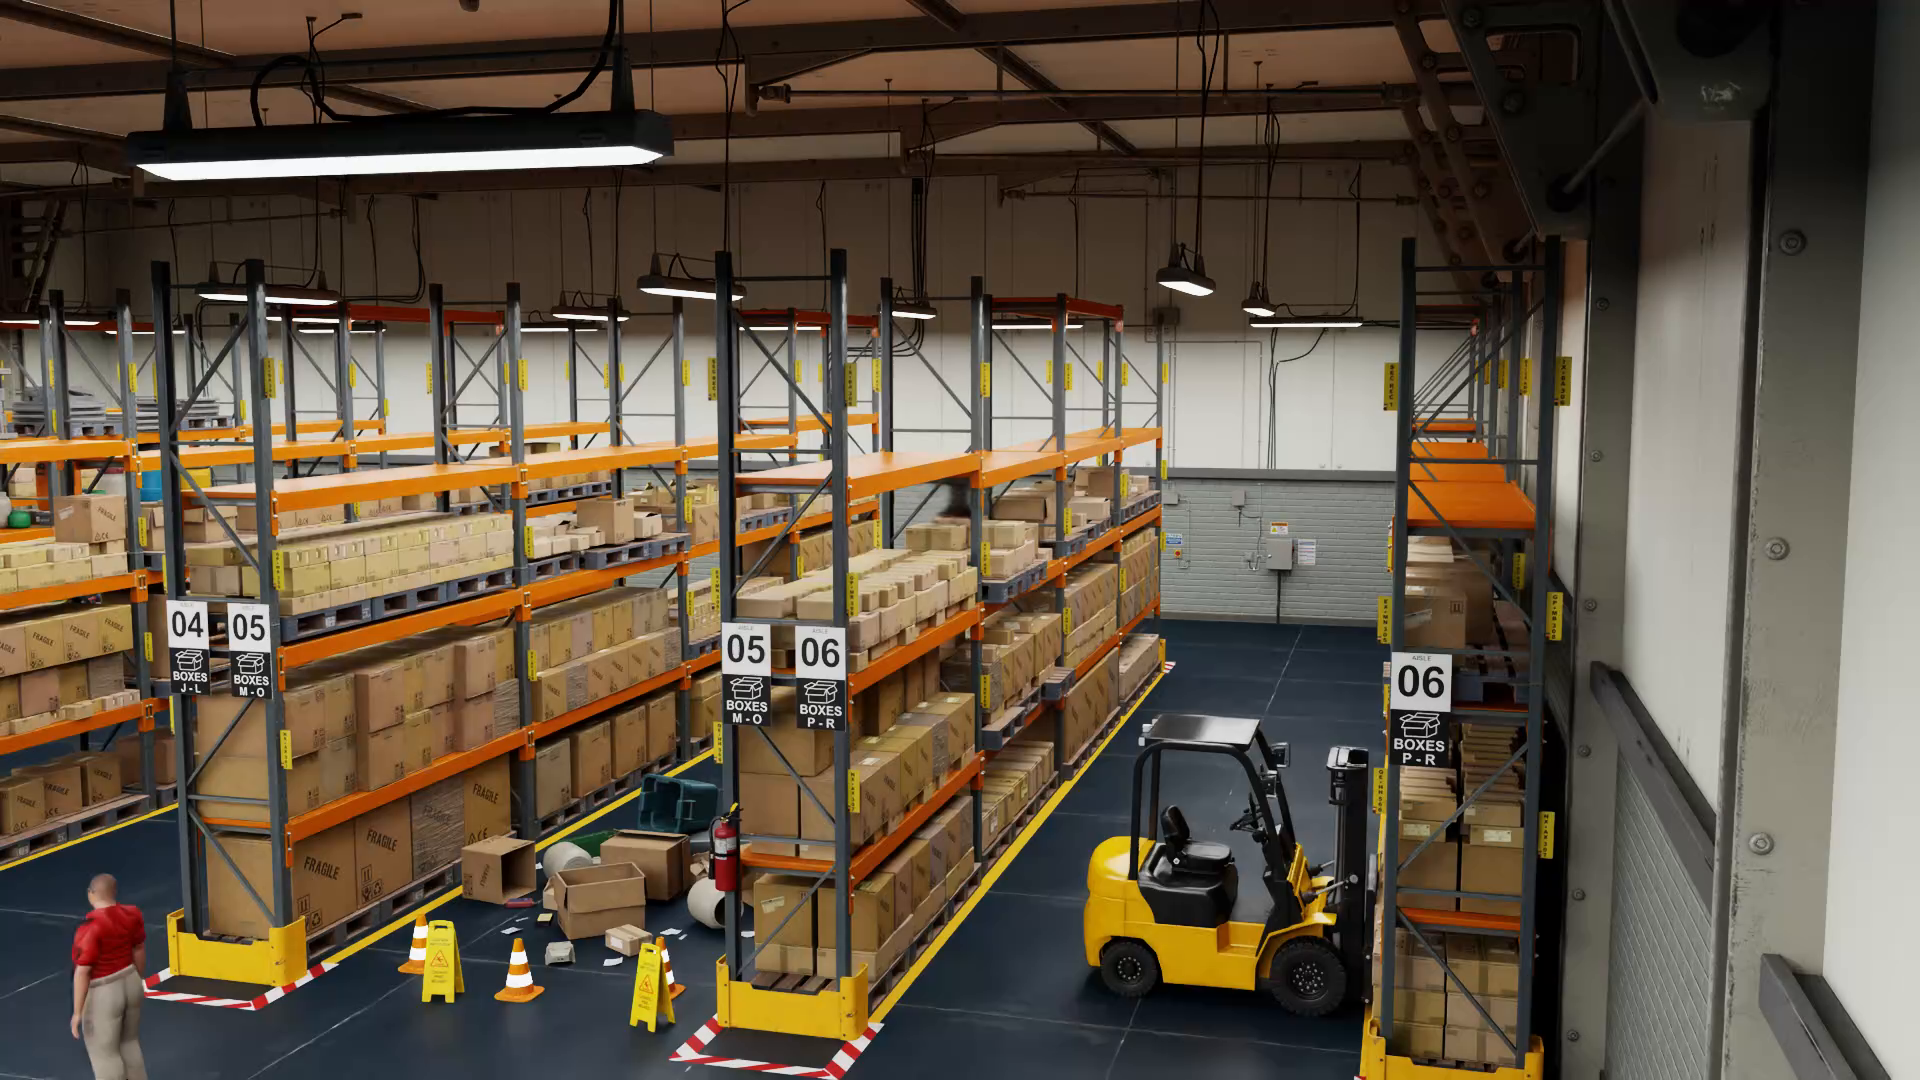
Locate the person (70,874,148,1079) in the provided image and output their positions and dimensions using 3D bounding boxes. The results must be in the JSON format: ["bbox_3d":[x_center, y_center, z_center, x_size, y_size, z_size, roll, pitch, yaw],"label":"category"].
[{"bbox_3d":[-5.784,3.132,11.292,0.393,1.770,0.658,1,6,12],"label":"person"}]
